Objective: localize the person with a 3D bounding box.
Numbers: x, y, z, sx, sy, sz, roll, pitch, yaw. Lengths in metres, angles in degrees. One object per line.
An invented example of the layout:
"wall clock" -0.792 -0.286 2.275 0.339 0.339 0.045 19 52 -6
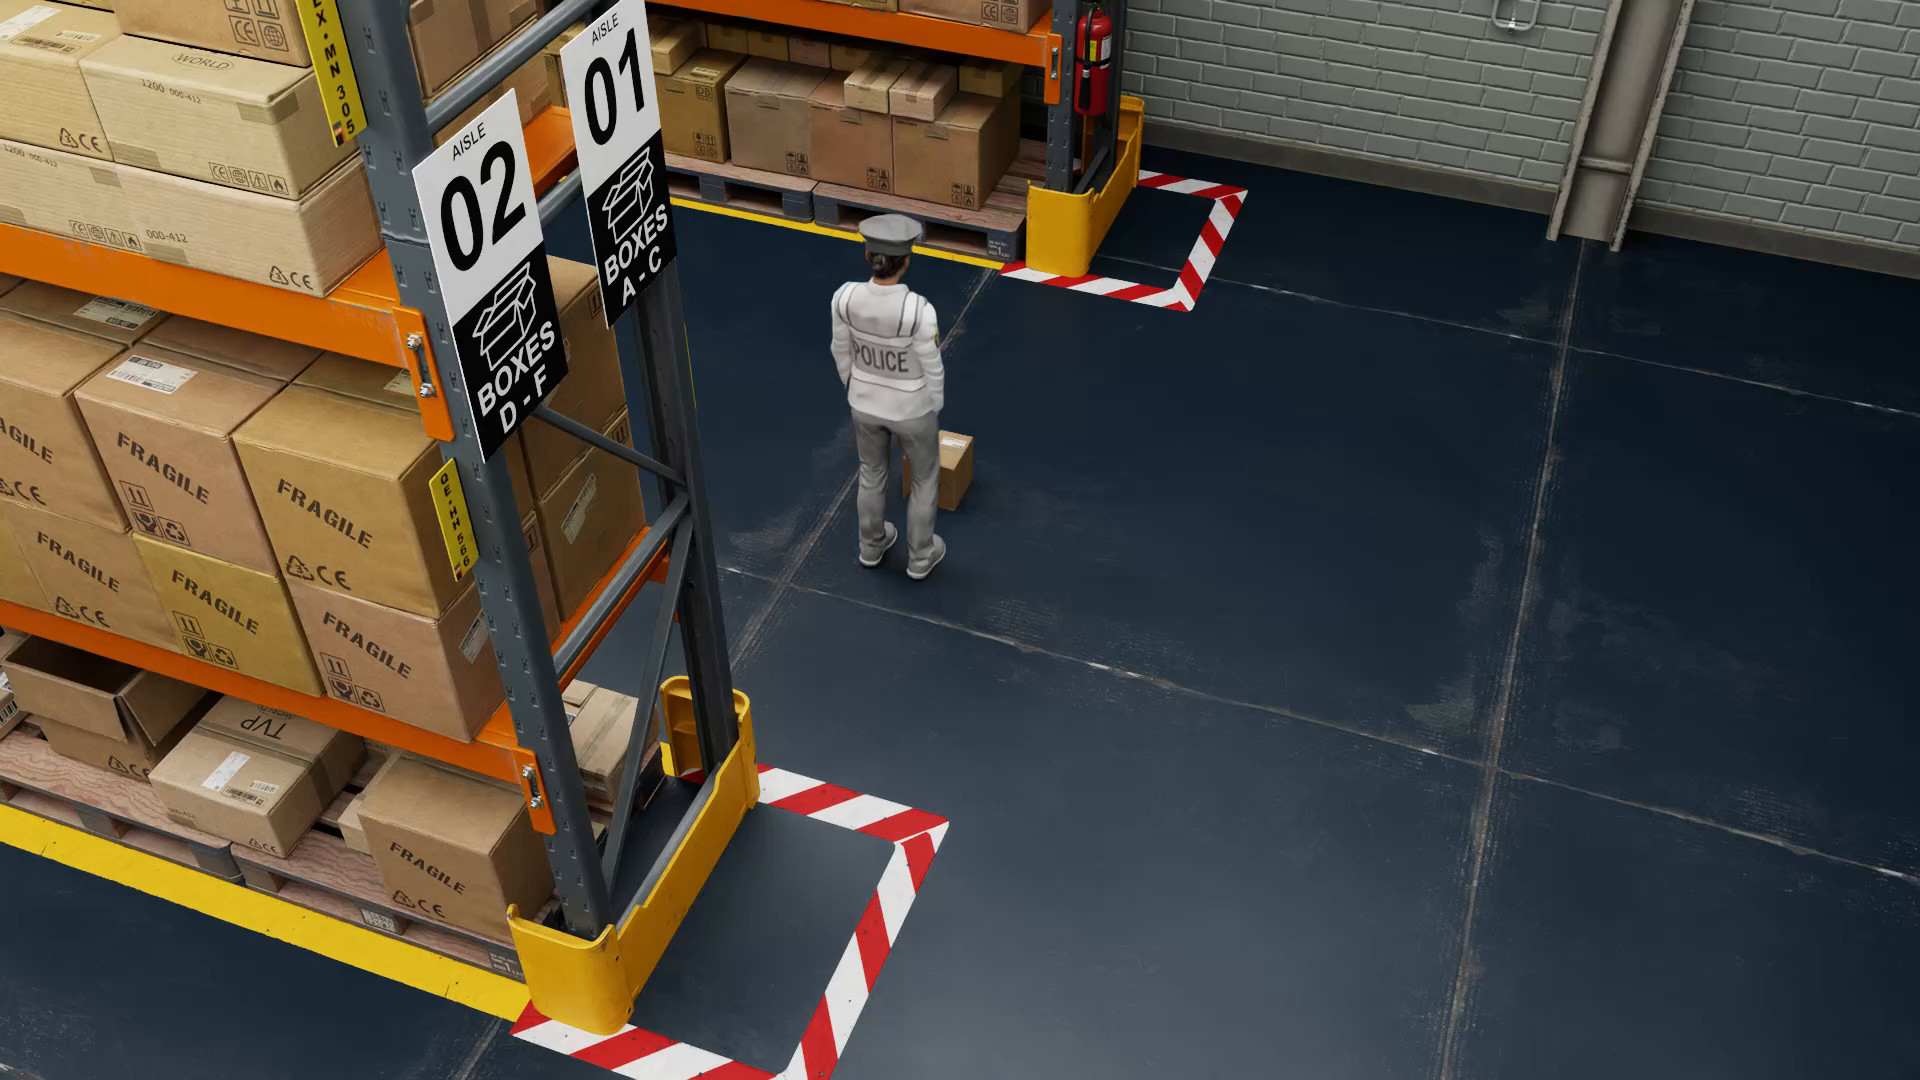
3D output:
"person" -0.283 -0.557 6.797 0.479 1.658 0.352 15 44 16
